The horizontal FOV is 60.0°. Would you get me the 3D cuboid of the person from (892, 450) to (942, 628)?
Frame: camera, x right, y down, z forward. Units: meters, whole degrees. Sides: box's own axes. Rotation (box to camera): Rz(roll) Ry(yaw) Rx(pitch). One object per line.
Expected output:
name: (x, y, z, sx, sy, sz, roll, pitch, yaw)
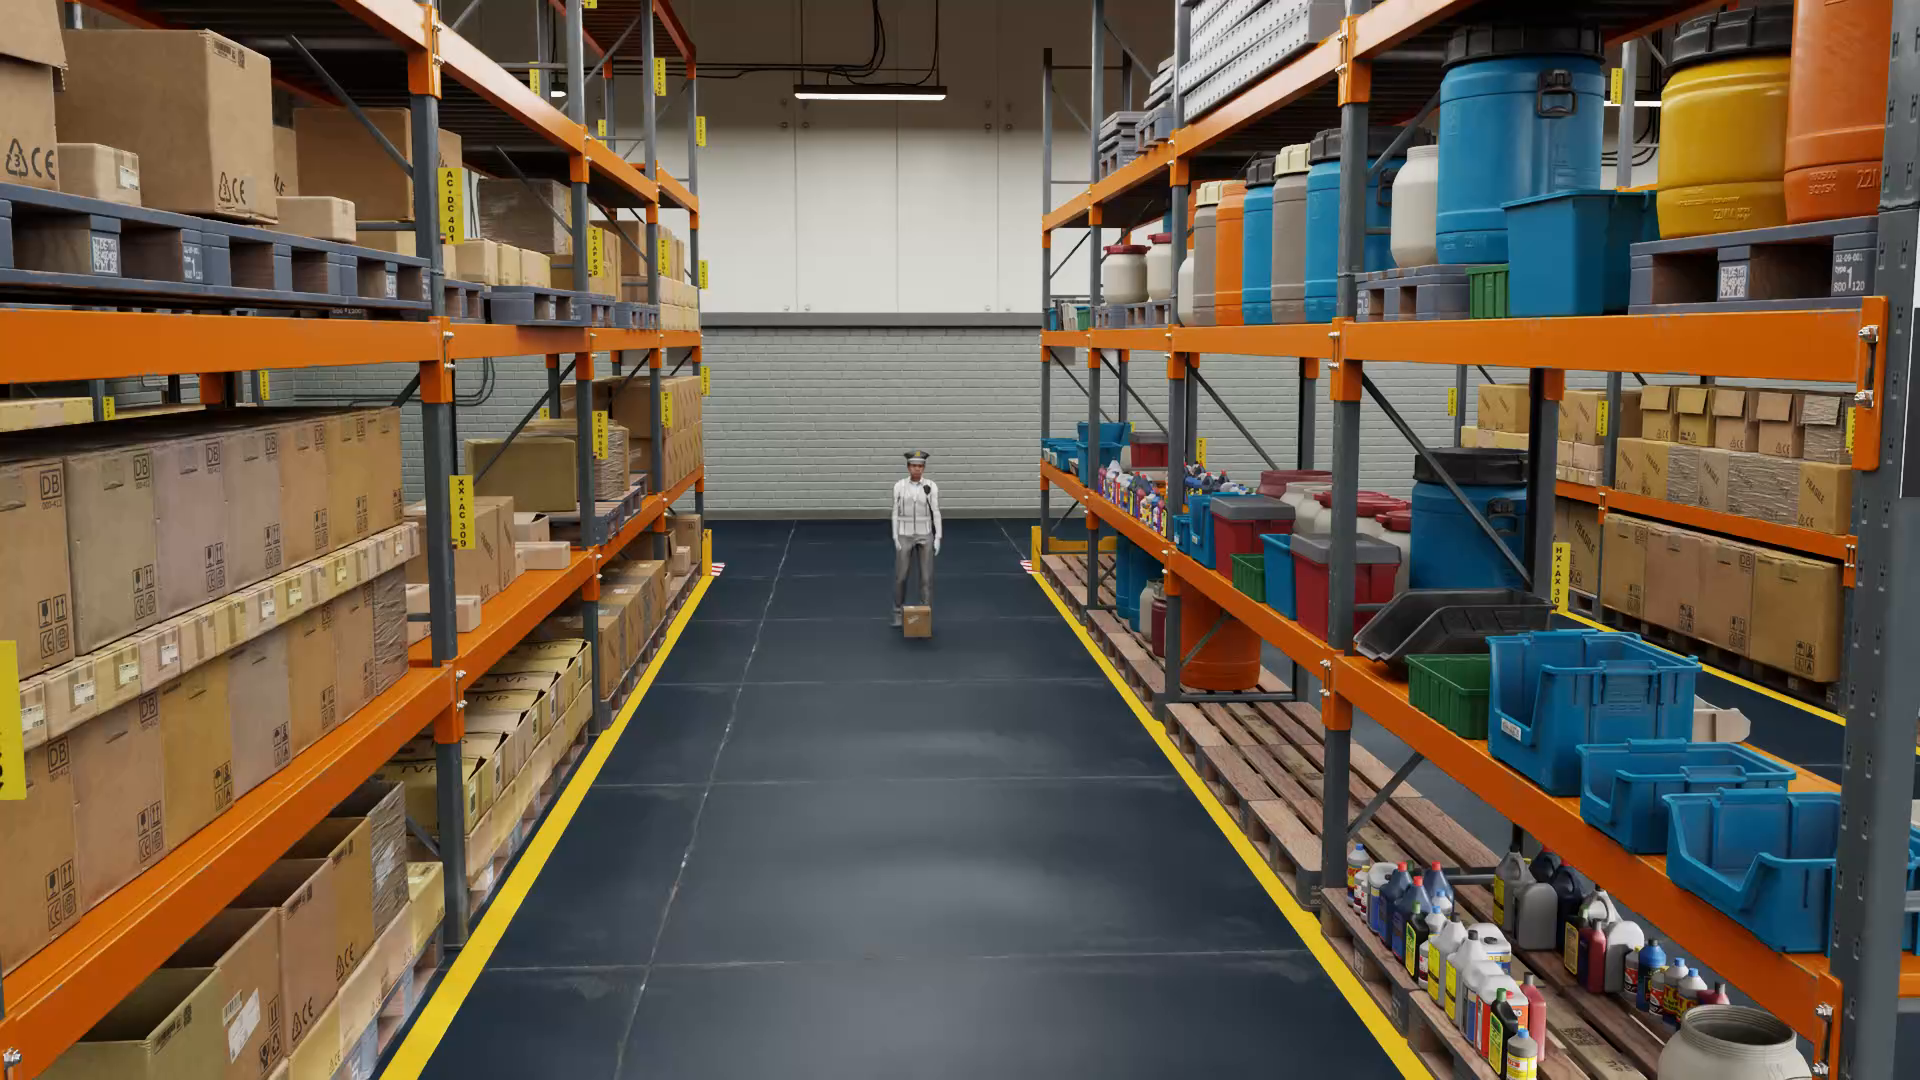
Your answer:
person: (-0.410, 0.017, 15.785, 0.476, 1.745, 0.376, 0, 7, -3)
